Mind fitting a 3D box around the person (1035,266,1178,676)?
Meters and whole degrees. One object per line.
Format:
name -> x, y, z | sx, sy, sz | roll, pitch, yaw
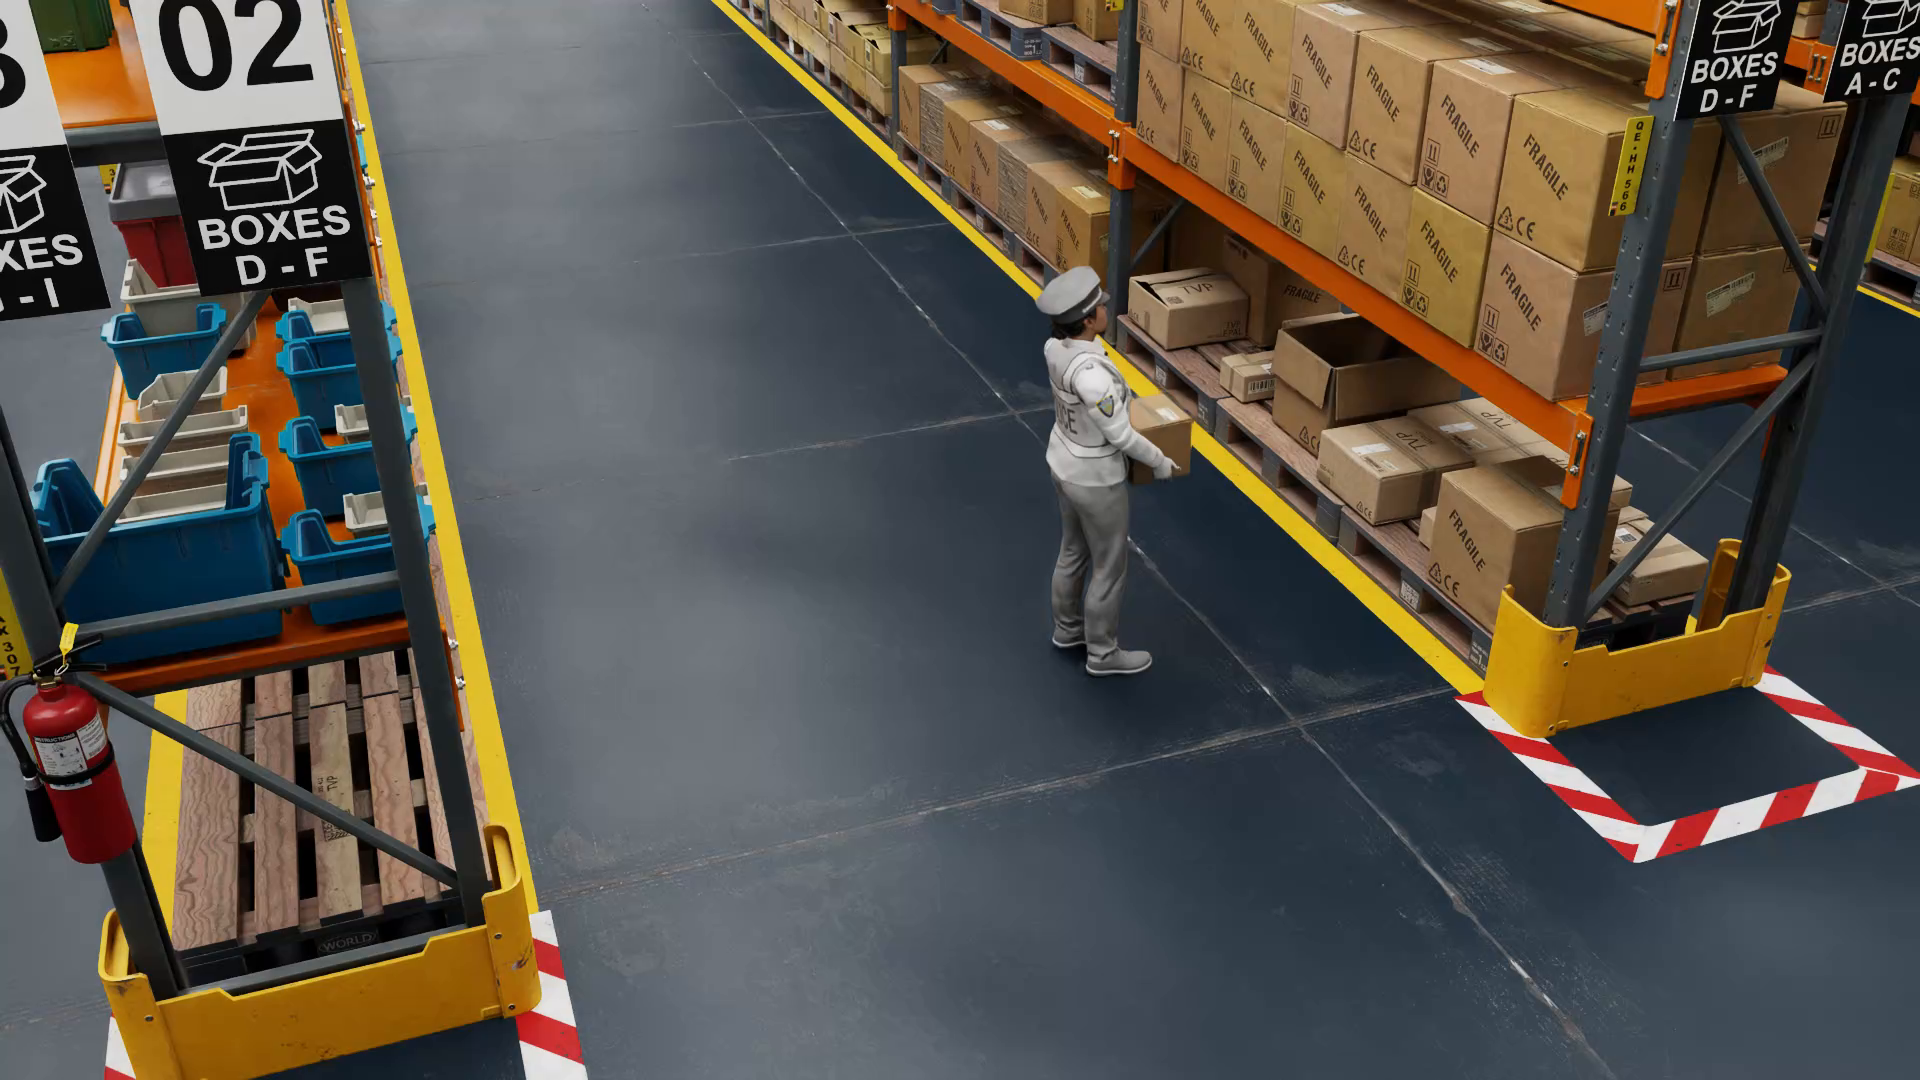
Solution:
person -> 0.557, -0.272, 6.561 | 0.543, 1.700, 0.468 | -9, 31, -15
